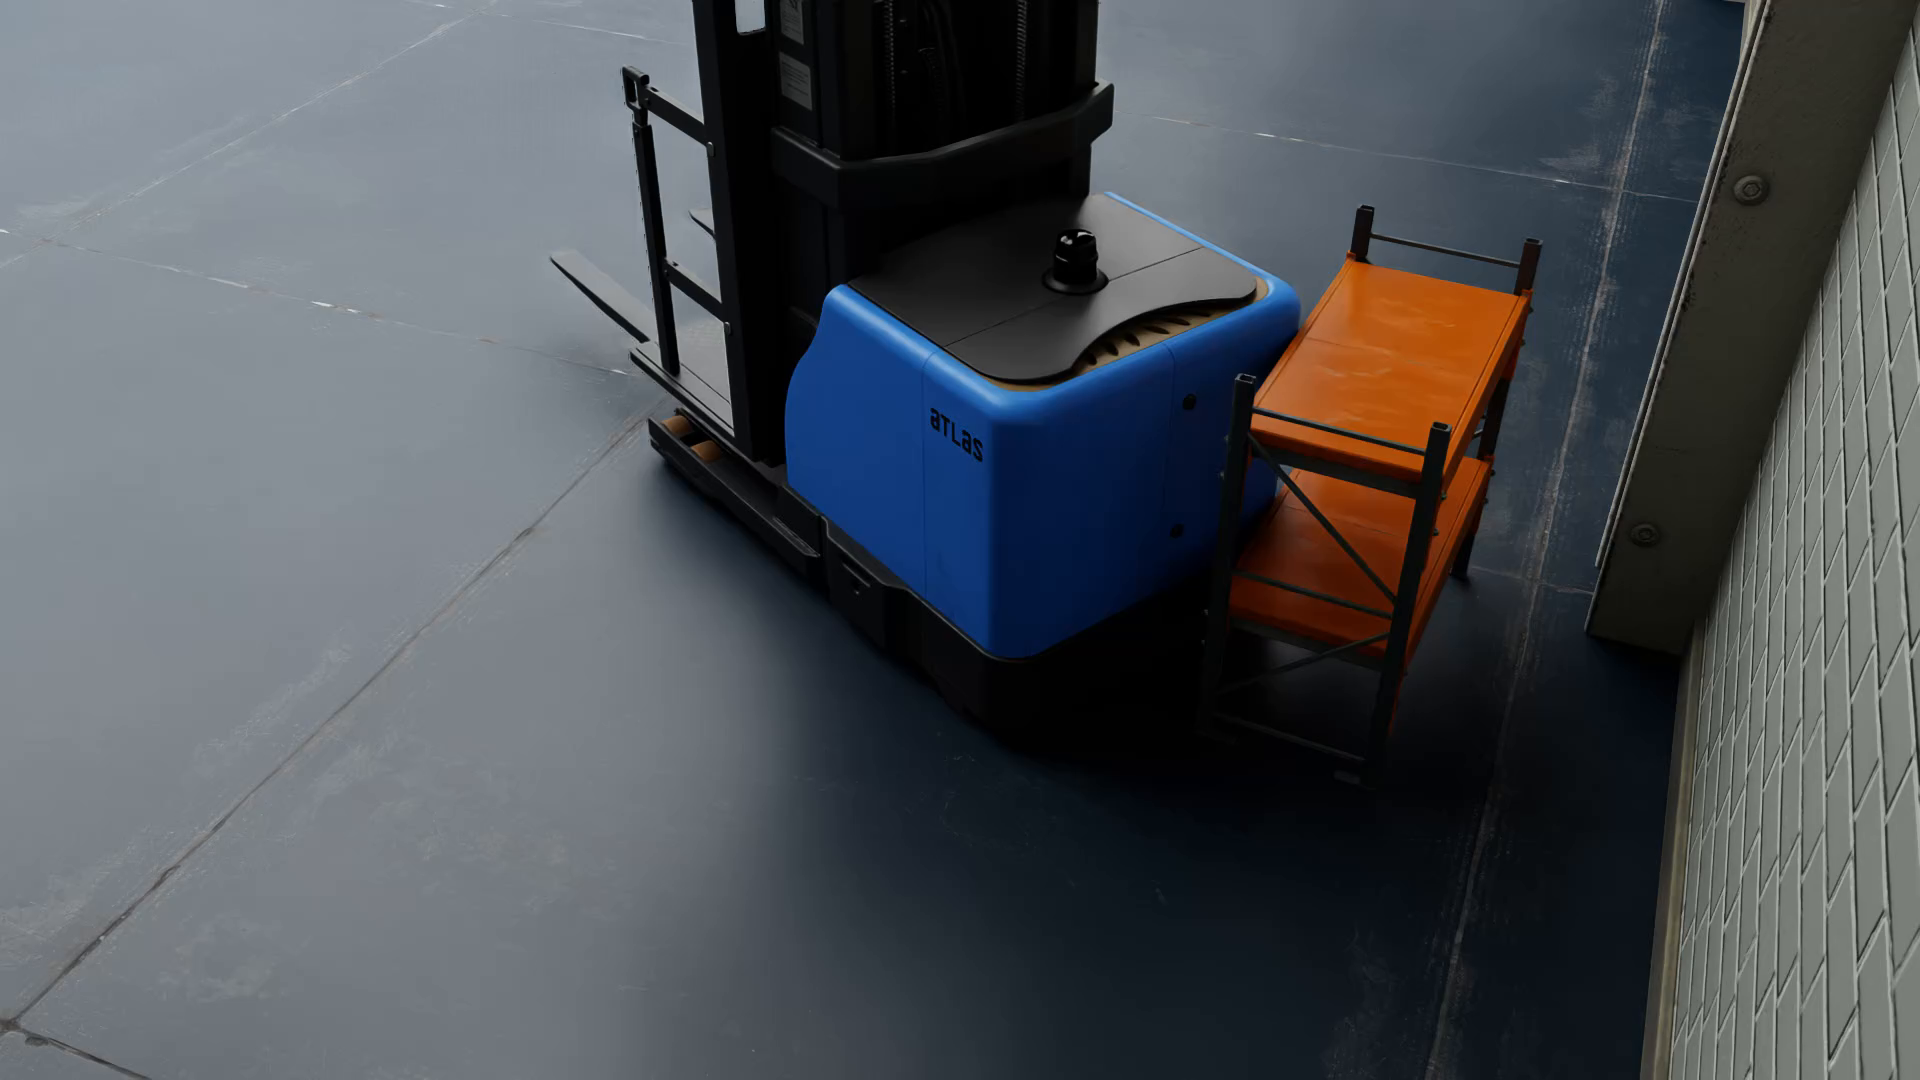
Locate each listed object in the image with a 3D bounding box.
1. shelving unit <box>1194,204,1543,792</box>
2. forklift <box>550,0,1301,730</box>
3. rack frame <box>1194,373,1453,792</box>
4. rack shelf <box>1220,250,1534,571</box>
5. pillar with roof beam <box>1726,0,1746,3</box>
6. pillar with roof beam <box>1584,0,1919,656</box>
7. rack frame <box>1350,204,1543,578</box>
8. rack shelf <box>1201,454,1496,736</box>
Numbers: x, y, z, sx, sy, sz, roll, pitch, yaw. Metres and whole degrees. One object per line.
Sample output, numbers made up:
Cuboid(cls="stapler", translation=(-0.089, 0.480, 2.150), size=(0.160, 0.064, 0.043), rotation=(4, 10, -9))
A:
Cuboid(cls="shelving unit", translation=(1.099, -0.137, 4.493), size=(0.538, 1.125, 1.048), rotation=(17, 40, 21))
Cuboid(cls="forklift", translation=(-0.381, -1.492, 4.798), size=(1.130, 2.935, 3.031), rotation=(-25, 43, -29))
Cuboid(cls="rack frame", translation=(0.871, 0.135, 4.129), size=(0.500, 1.125, 0.032), rotation=(17, 40, 21))
Cuboid(cls="rack shelf", translation=(1.099, -0.371, 4.318), size=(0.538, 0.278, 1.000), rotation=(17, 40, 21))
Cuboid(cls="pillar with roof beam", translation=(0.354, -7.710, 8.049), size=(9.100, 9.000, 0.400), rotation=(14, 39, 18))
Cuboid(cls="pillar with roof beam", translation=(-1.929, -4.388, 3.604), size=(9.100, 9.000, 0.400), rotation=(14, 39, 18))
Cuboid(cls="rack frame", translation=(1.328, -0.408, 4.857), size=(0.500, 1.125, 0.032), rotation=(17, 40, 21))
Cuboid(cls="rack shelf", translation=(1.099, 0.059, 4.640), size=(0.538, 0.278, 1.000), rotation=(17, 40, 21))
